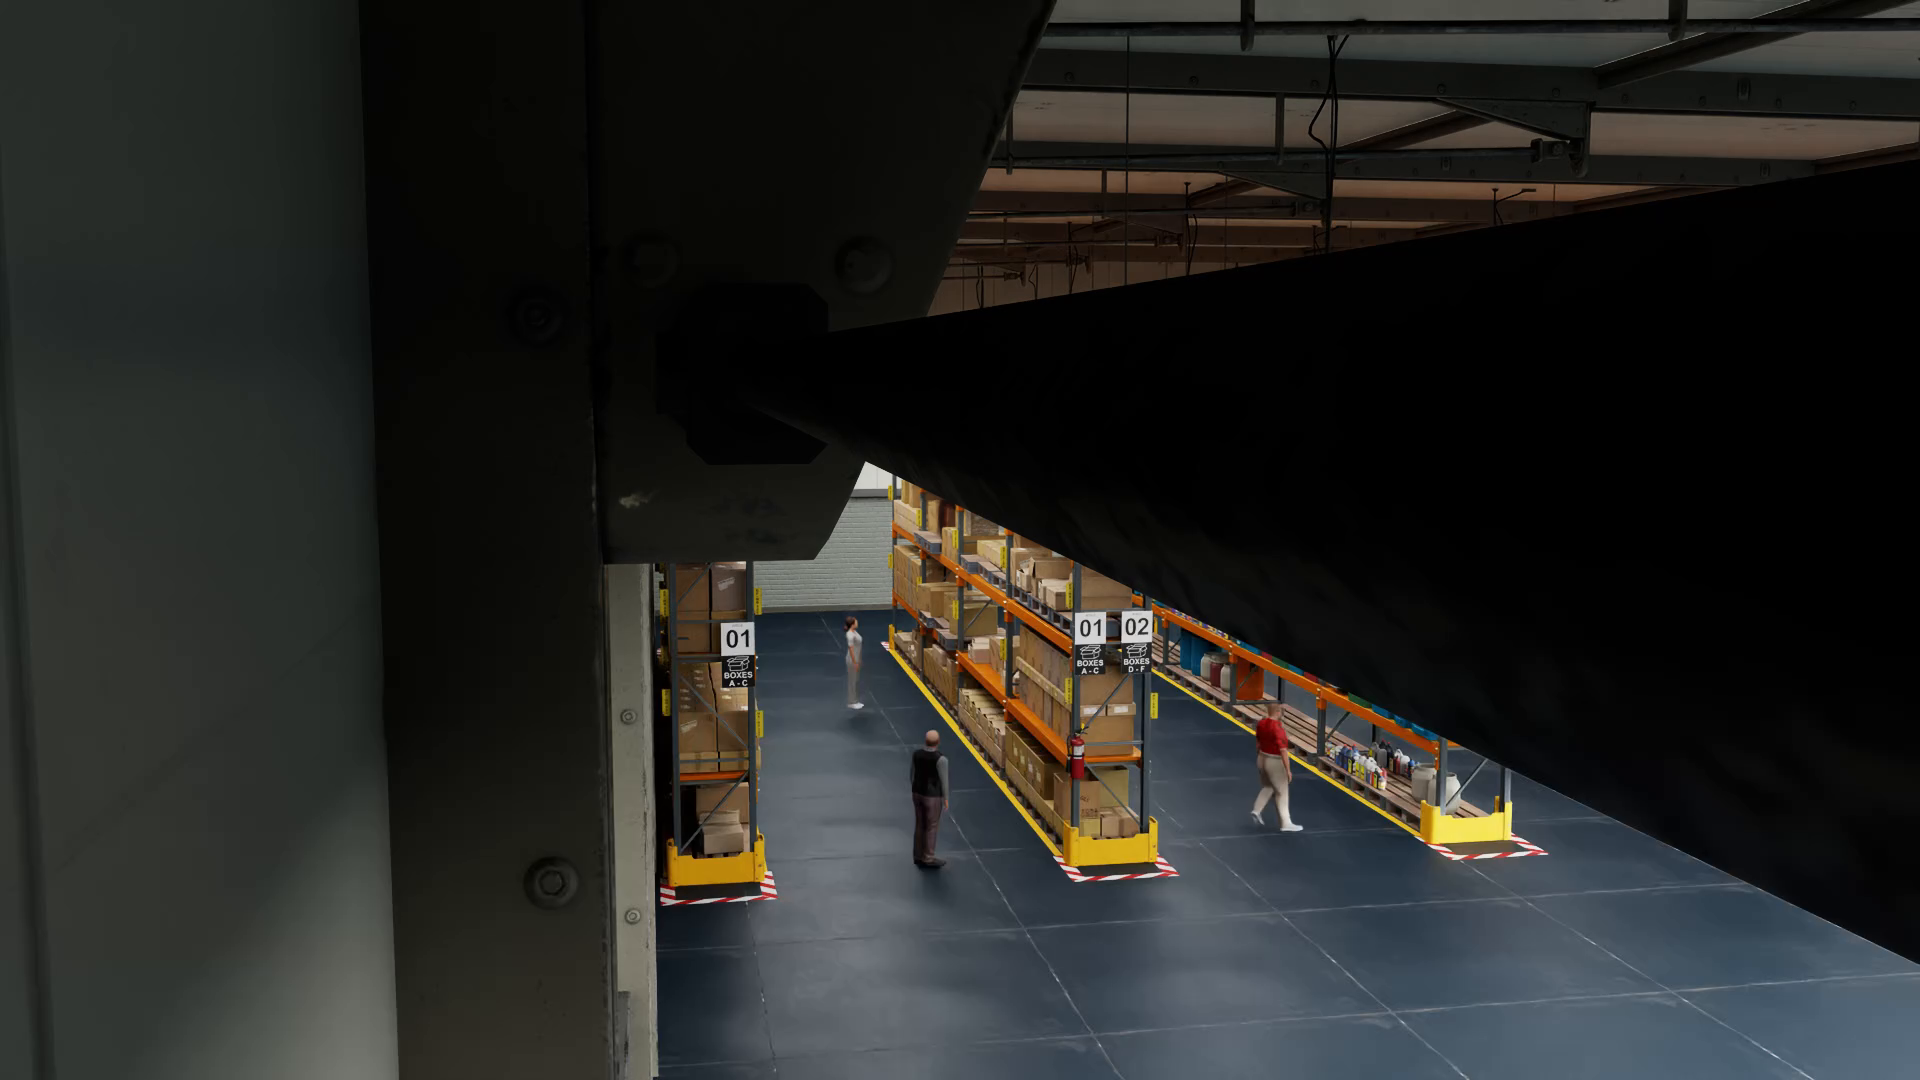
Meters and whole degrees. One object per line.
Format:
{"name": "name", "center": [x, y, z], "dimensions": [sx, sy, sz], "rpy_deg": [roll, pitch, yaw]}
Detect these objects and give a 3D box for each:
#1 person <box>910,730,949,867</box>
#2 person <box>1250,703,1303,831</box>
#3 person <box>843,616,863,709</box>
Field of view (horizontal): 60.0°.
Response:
{"name": "person", "center": [-0.377, 3.226, 20.812], "dimensions": [0.566, 1.728, 0.367], "rpy_deg": [6, 9, 45]}
{"name": "person", "center": [4.242, 3.048, 22.438], "dimensions": [0.627, 1.729, 0.617], "rpy_deg": [-3, 7, -26]}
{"name": "person", "center": [-1.902, 2.172, 29.648], "dimensions": [0.339, 1.671, 0.506], "rpy_deg": [1, 6, 10]}
